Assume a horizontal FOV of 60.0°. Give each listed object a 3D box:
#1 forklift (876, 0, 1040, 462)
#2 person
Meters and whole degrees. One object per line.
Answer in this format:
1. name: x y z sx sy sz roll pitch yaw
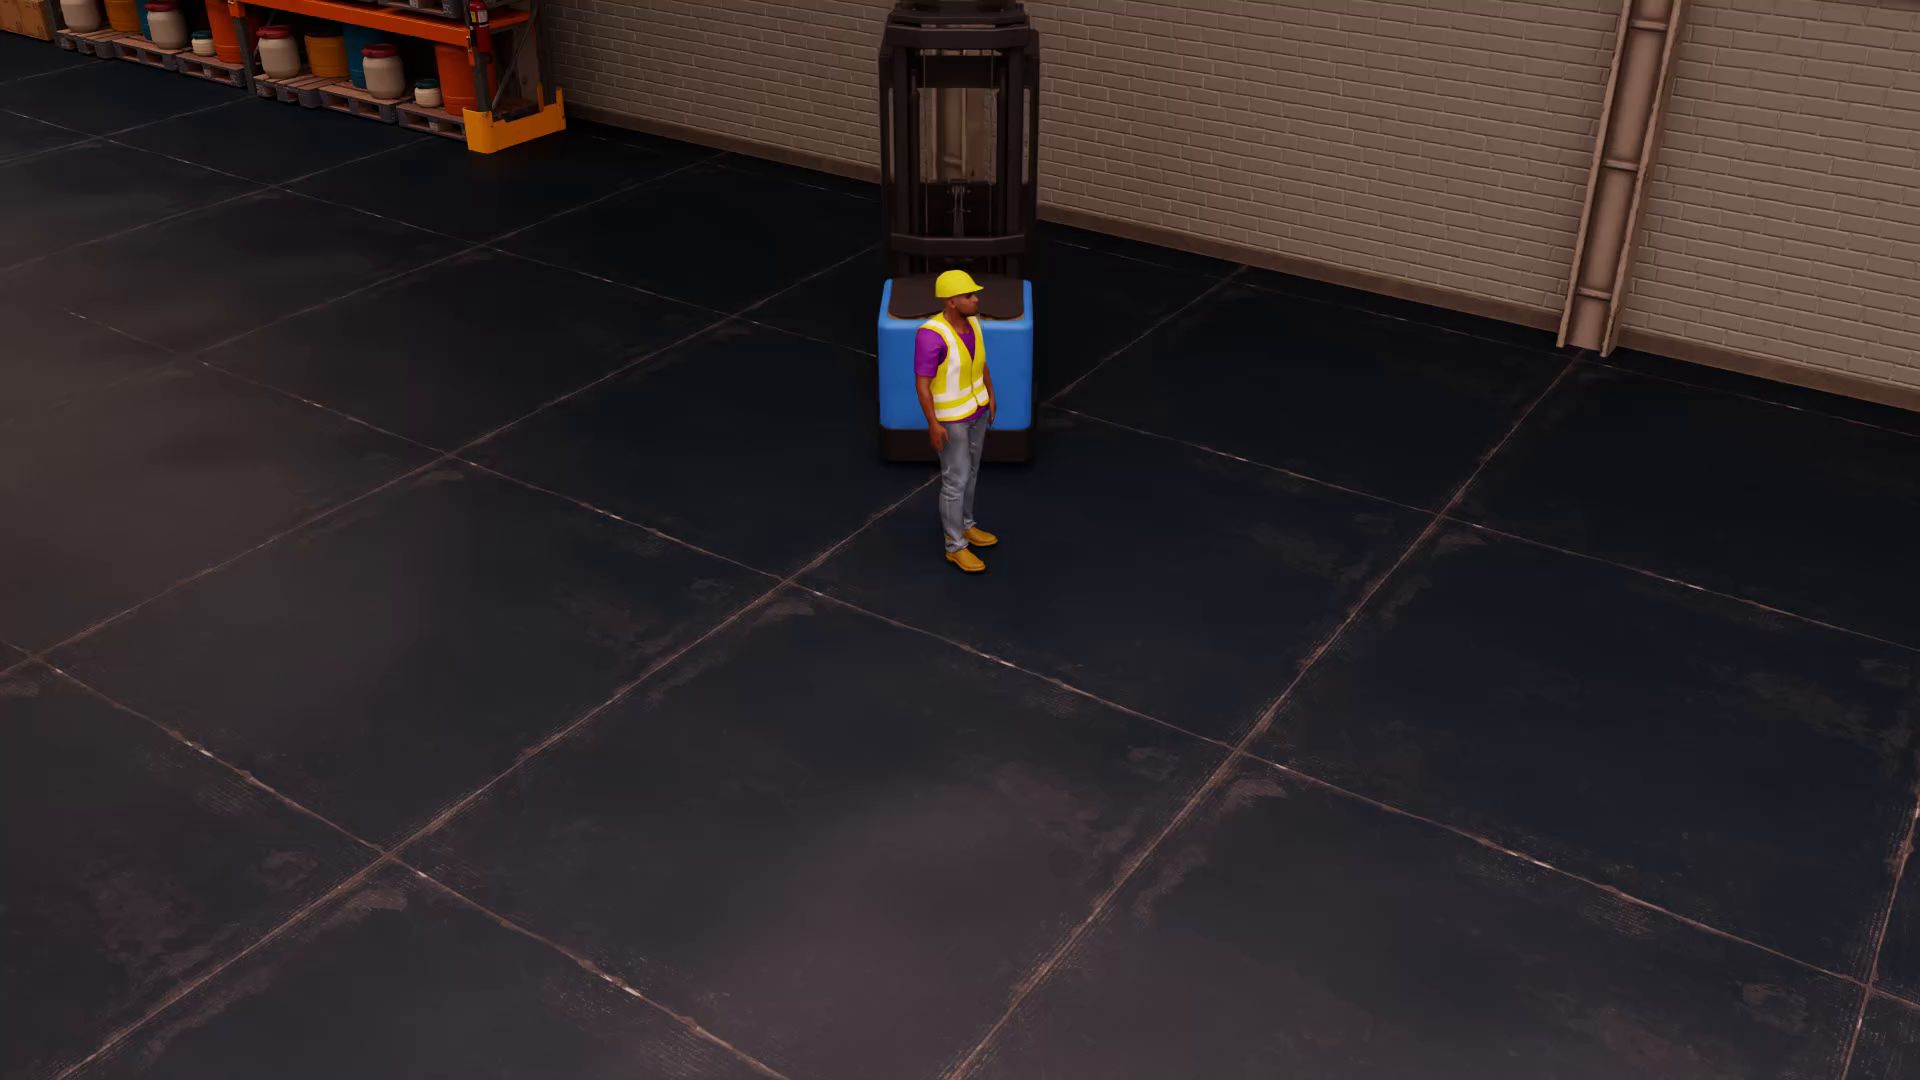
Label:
1. forklift: 0.001 -2.496 11.879 1.130 2.935 3.031 1 30 1
2. person: 0.056 -0.748 10.015 0.574 1.769 0.665 19 35 29
